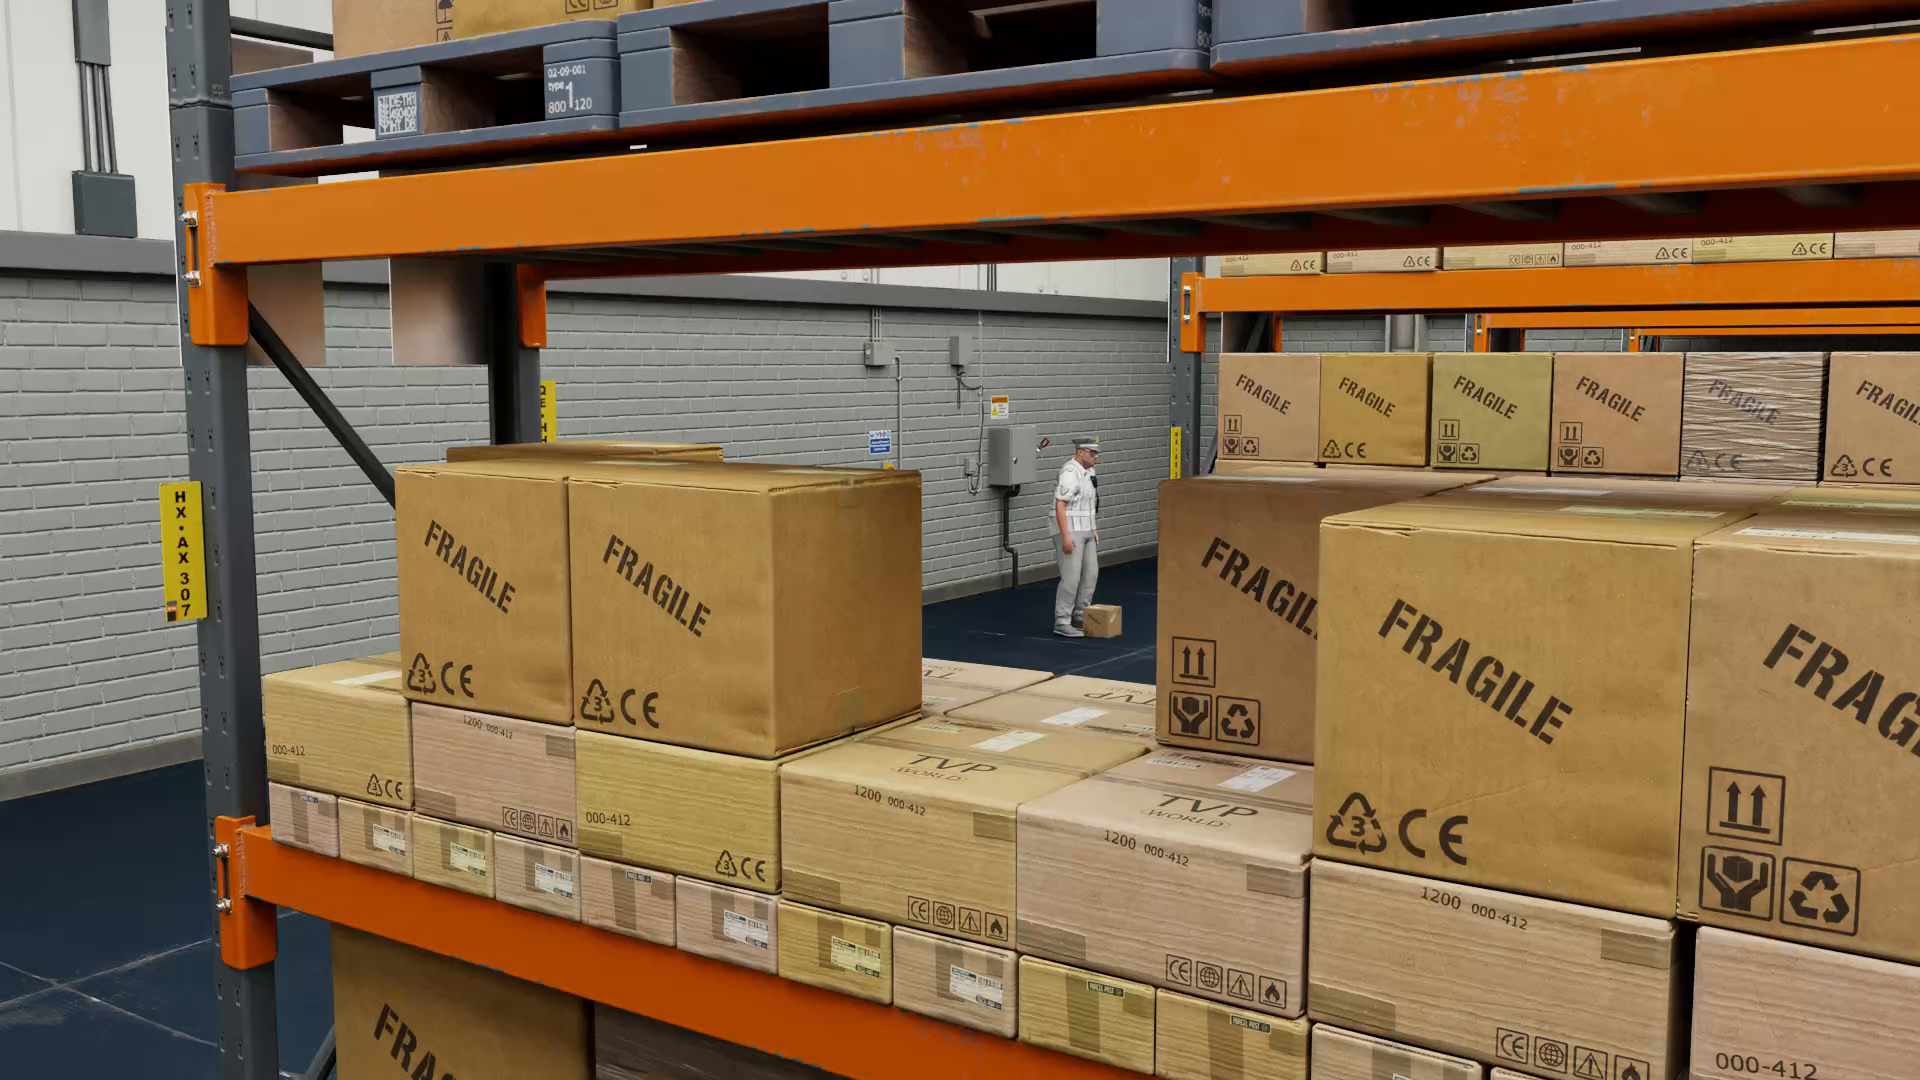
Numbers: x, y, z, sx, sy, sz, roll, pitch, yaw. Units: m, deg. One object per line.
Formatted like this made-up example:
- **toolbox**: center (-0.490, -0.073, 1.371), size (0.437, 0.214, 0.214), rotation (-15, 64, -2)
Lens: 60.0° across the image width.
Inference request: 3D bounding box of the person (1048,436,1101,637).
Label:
- **person**: center (1.038, -0.048, 14.678), size (0.467, 1.748, 0.594), rotation (4, 7, 32)
